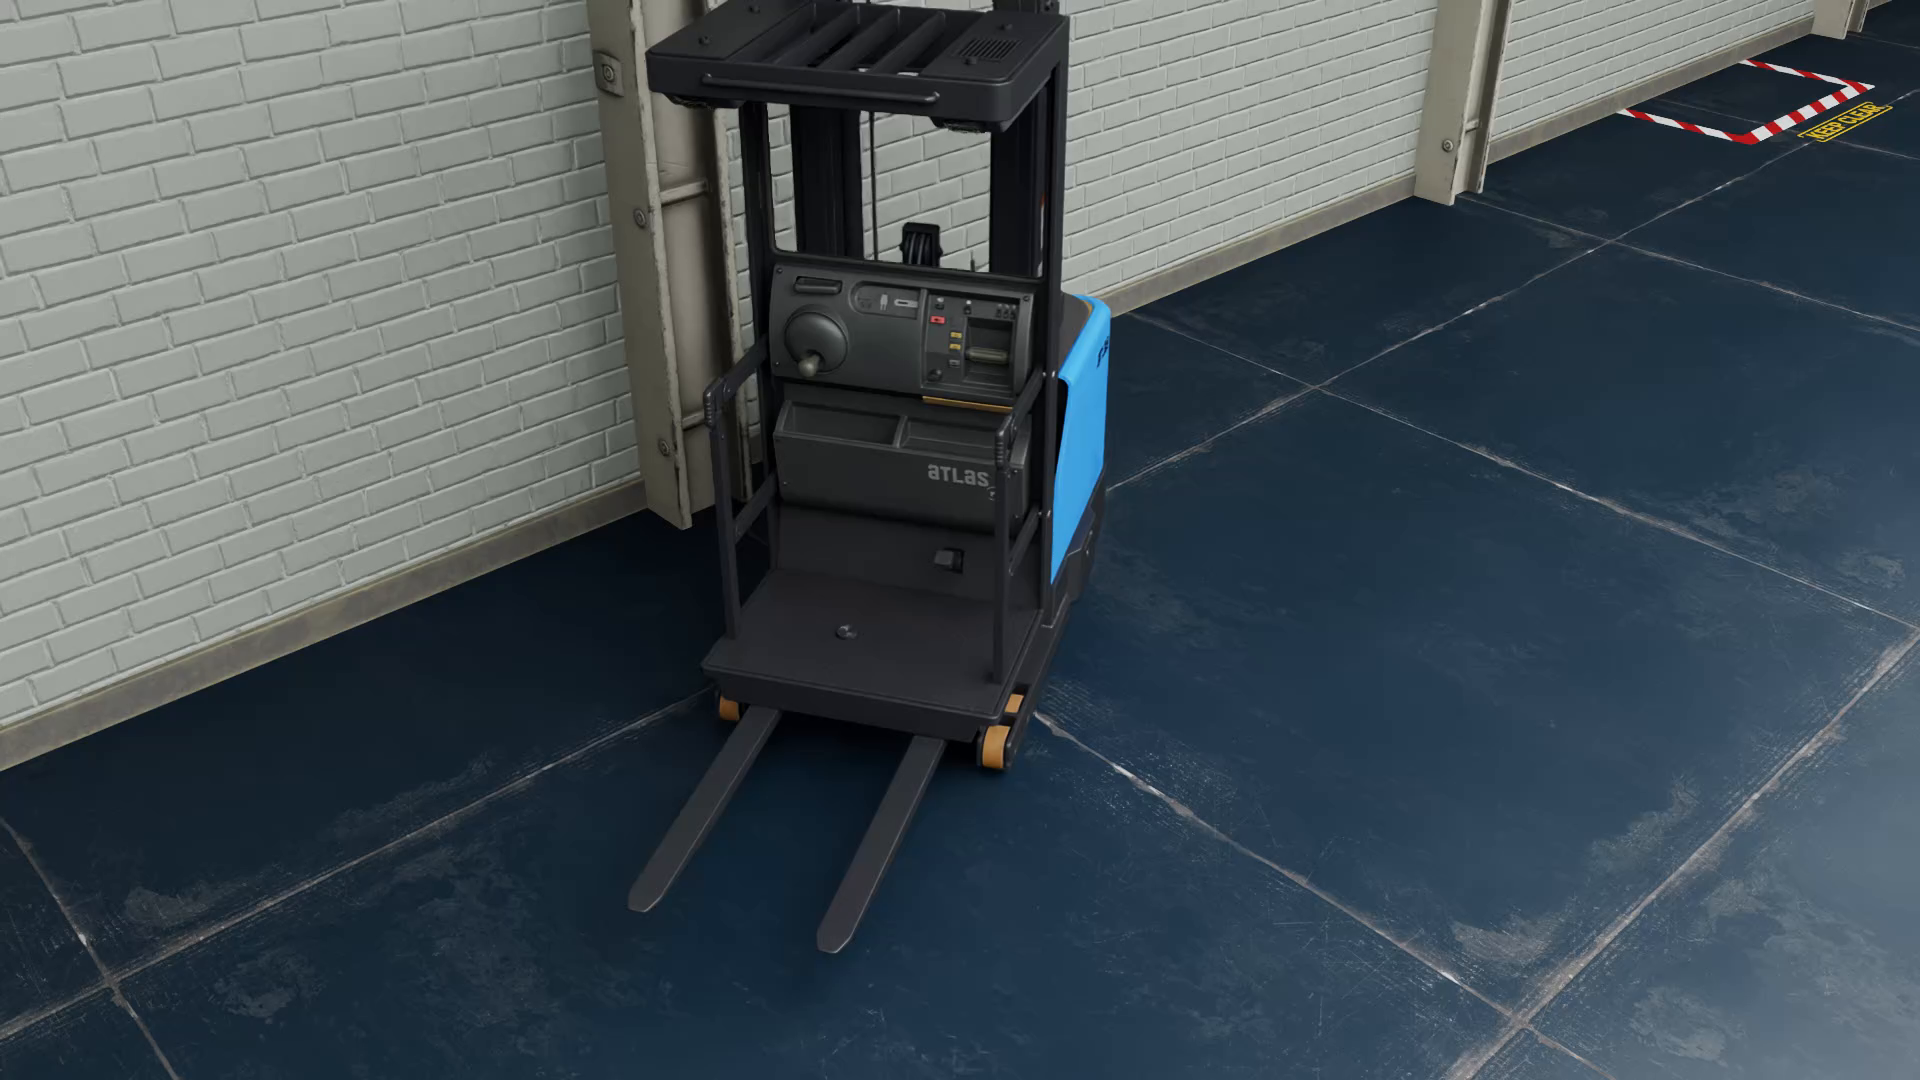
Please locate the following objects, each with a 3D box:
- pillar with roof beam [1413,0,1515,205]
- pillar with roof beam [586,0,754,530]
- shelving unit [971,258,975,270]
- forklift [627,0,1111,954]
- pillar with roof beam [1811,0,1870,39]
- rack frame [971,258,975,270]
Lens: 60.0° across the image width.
[{"bbox_3d":[6.145,-4.493,5.971,0.400,9.000,9.100,-26,40,-35],"label":"pillar with roof beam"},{"bbox_3d":[1.746,-2.364,2.491,0.400,9.000,9.100,-26,40,-35],"label":"pillar with roof beam"},{"bbox_3d":[0.097,-0.702,7.391,0.215,1.050,0.252,11,33,18],"label":"shelving unit"},{"bbox_3d":[-0.265,-0.661,5.521,1.130,2.935,3.031,9,32,14],"label":"forklift"},{"bbox_3d":[10.545,-6.621,9.452,0.400,9.000,9.100,-26,40,-35],"label":"pillar with roof beam"},{"bbox_3d":[0.141,-0.761,7.488,0.200,1.050,0.008,11,33,18],"label":"rack frame"}]
